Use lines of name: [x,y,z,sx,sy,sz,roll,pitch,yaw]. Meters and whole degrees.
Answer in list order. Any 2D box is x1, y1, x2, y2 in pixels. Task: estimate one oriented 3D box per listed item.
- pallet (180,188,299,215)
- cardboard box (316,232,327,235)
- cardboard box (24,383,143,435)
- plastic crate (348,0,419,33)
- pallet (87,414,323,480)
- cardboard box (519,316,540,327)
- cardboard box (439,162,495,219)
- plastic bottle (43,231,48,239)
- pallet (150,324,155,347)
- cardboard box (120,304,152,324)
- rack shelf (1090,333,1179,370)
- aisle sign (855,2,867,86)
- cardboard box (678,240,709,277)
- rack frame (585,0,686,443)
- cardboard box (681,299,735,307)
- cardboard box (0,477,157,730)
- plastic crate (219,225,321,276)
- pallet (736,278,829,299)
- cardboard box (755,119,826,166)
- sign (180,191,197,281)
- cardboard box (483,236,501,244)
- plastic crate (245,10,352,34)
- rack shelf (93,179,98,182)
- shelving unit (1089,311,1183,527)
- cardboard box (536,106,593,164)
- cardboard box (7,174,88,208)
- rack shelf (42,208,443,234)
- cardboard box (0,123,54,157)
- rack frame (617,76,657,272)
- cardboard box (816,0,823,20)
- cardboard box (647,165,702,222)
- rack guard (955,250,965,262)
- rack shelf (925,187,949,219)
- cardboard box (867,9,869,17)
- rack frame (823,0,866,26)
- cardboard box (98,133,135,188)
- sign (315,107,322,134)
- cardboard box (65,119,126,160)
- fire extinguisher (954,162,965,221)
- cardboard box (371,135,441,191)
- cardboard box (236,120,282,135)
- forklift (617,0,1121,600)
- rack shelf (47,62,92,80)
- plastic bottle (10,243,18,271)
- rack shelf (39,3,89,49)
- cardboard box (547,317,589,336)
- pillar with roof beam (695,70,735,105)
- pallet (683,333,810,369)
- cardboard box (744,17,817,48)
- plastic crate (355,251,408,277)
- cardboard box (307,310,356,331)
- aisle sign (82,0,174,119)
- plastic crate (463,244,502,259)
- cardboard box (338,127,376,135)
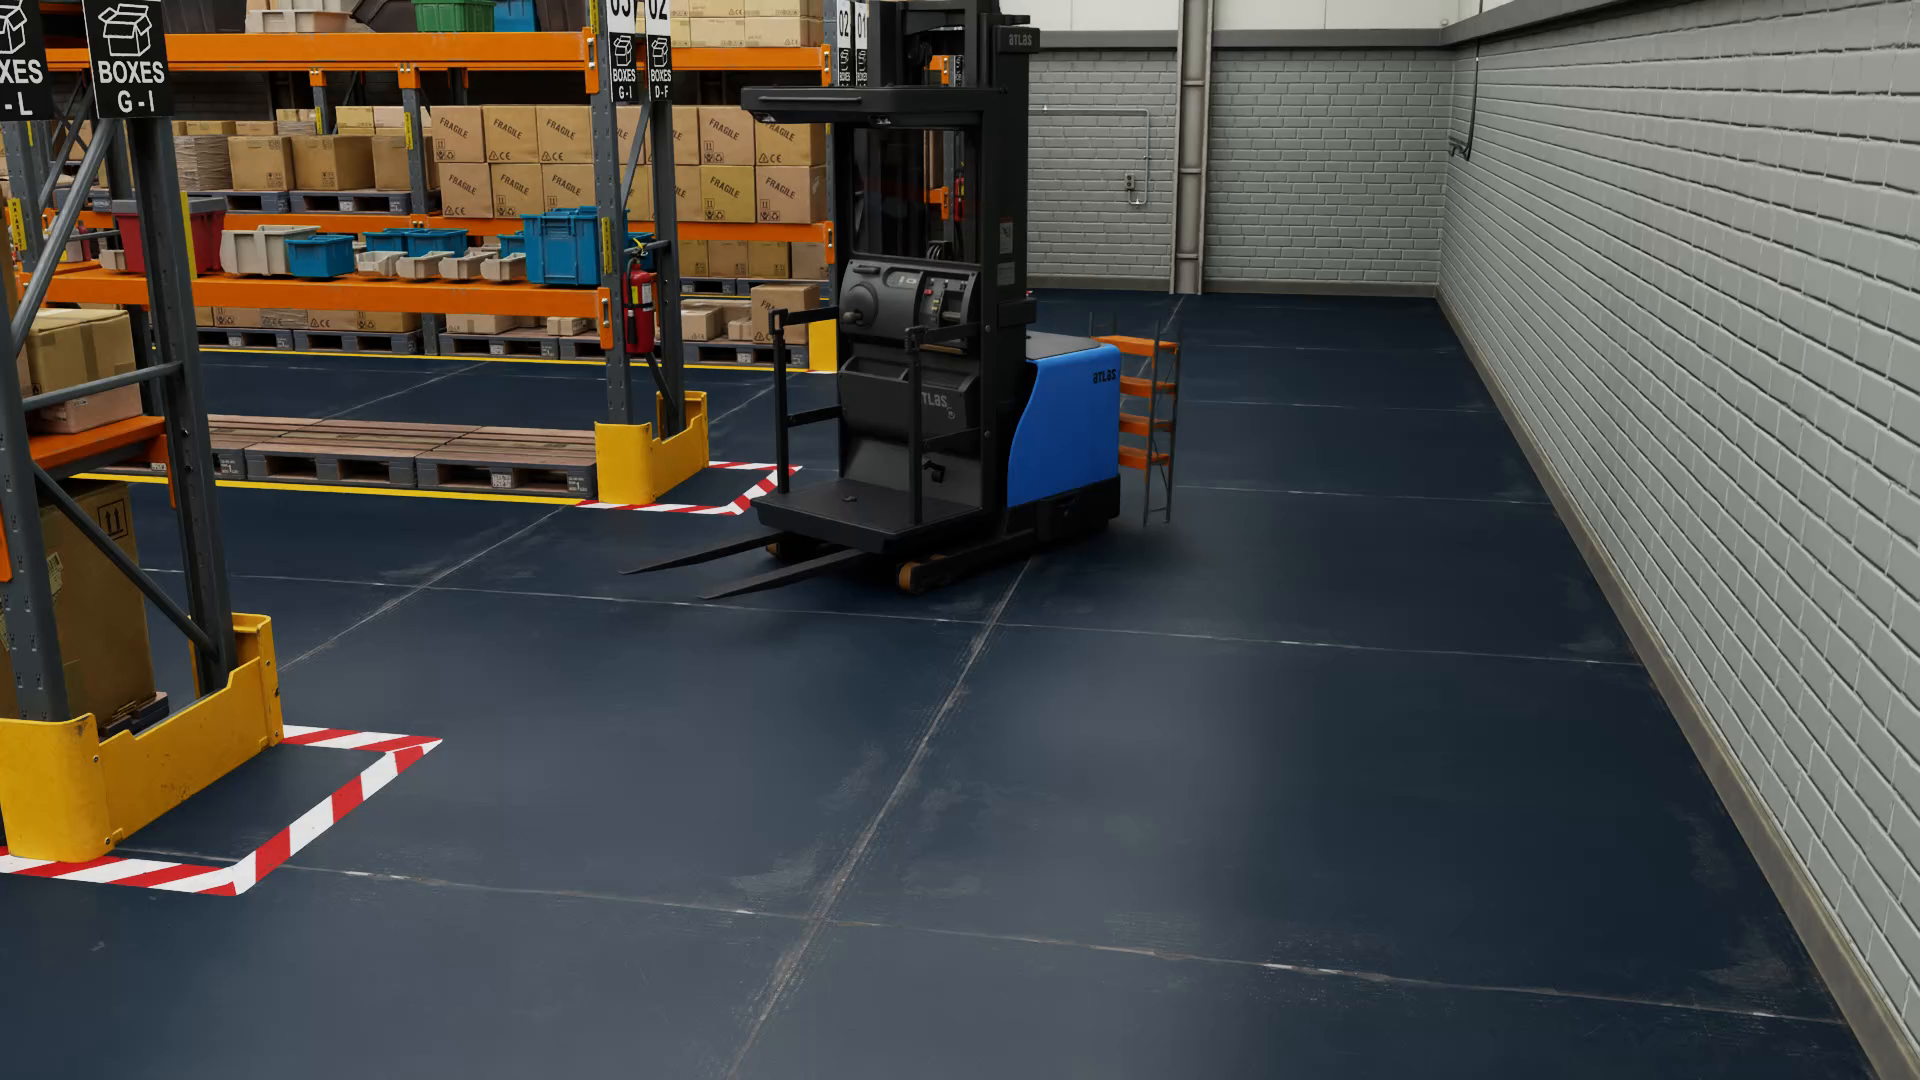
pallet: [-6.946,-3.344,16.303,1.213,0.211,1.003,3,16,11]
cardboard box: [-8.586,-3.867,21.690,0.500,0.500,0.700,3,16,12]
cardboard box: [-3.273,-0.506,6.169,0.250,0.149,0.380,3,16,12]
plastic crate: [-3.447,-3.386,10.594,0.767,0.338,0.504,3,16,11]
pallet: [-5.196,-0.657,11.469,1.213,0.211,1.003,3,16,11]
cardboard box: [-4.318,-2.377,16.312,0.500,0.500,0.500,3,16,11]
cardboard box: [-4.488,-3.275,15.510,0.500,0.500,0.500,4,16,13]
plastic bottle: [-6.446,-2.074,11.732,0.097,0.201,0.097,0,15,0]
pallet: [-8.129,-2.145,16.840,1.213,0.211,1.003,3,16,11]
cardboard box: [-7.950,-2.420,16.469,0.500,0.500,0.500,3,16,9]
rack shelf: [1.020,-1.106,9.740,0.480,0.148,0.258,15,18,42]
aisle sign: [-0.888,-4.439,15.028,0.004,0.787,0.394,3,16,11]
cardboard box: [-3.237,-3.553,20.595,0.500,0.500,0.700,3,16,12]
rack frame: [-2.004,-1.817,10.433,0.127,3.000,1.000,3,16,11]
cardboard box: [-2.470,-2.156,15.983,0.500,0.250,0.500,3,16,11]
cardboard box: [-3.634,0.287,6.031,0.875,0.875,0.875,3,16,11]
plastic crate: [-4.464,-1.872,10.742,0.530,0.282,0.437,3,16,11]
pallet: [-2.021,-3.153,20.478,1.213,0.211,1.003,3,16,11]
cardboard box: [-1.505,-3.595,14.790,0.500,0.500,0.500,3,16,11]
sign: [-2.875,-1.122,6.153,0.005,0.325,0.100,3,16,11]
cardboard box: [-5.484,-3.835,20.959,0.750,0.750,0.750,4,16,13]
plastic crate: [-4.079,-3.181,10.231,0.530,0.136,0.437,3,16,11]
rack shelf: [-9.830,-4.594,21.806,4.000,0.370,1.077,3,16,11]
shelving unit: [1.005,-0.723,9.831,0.503,1.200,0.258,15,18,42]
cardboard box: [-3.518,-3.702,15.178,0.500,0.500,0.500,3,16,9]
cardboard box: [-9.201,-3.526,16.770,0.500,0.311,0.500,4,16,15]
rack shelf: [-6.893,-3.085,16.359,4.000,0.370,1.077,3,16,11]
cardboard box: [-12.314,-5.290,21.810,0.500,0.500,0.500,3,16,11]
rack frame: [-3.950,-4.622,20.558,0.127,3.000,1.000,3,16,11]
cardboard box: [-1.465,-4.822,15.008,0.500,0.250,0.500,3,16,11]
cardboard box: [-2.504,-3.168,15.124,0.500,0.500,0.500,3,16,12]
rack guard: [-0.007,-3.203,20.119,0.348,0.500,1.175,3,16,11]
rack shelf: [-1.990,-4.169,20.270,4.000,0.370,1.077,3,16,11]
cardboard box: [-0.801,-6.002,19.230,0.500,0.250,0.500,4,16,13]
rack frame: [-1.014,-6.004,14.310,0.127,3.000,1.000,3,16,11]
cardboard box: [-8.214,-3.785,16.563,0.500,0.500,0.700,-2,16,-8]
sign: [-7.969,-5.212,20.668,0.005,0.325,0.100,3,16,11]
cardboard box: [-11.297,-5.271,21.892,0.500,0.500,0.700,3,16,11]
fire extinguisher: [0.026,-4.063,19.385,0.183,0.674,0.296,3,16,11]
cardboard box: [-5.353,-3.660,16.112,0.500,0.500,0.700,-2,16,-8]
cardboard box: [-8.885,-5.140,21.416,0.500,0.500,0.700,2,16,6]
forklift: [-0.418,-1.287,8.648,1.130,2.935,3.031,13,20,40]
rack shelf: [-7.884,-3.235,11.281,4.000,0.370,1.077,3,16,11]
plastic bottle: [-6.368,-1.904,11.120,0.097,0.201,0.097,0,15,0]
rack shelf: [-4.951,-1.727,5.836,4.000,0.370,1.077,3,16,11]
cardboard box: [-3.715,-2.050,15.757,0.250,0.166,0.380,3,16,11]
pillar with roof beam: [-3.949,-6.576,16.374,0.400,9.000,9.100,3,16,11]
pallet: [-1.869,-1.815,15.650,1.213,0.211,1.003,3,16,11]
cardboard box: [-1.570,-4.444,14.580,0.500,0.250,0.500,3,16,11]
plastic crate: [-3.692,-1.754,10.585,0.250,0.136,0.298,3,16,11]
cardboard box: [-5.957,-2.313,16.081,0.500,0.500,0.500,3,16,11]
aisle sign: [-2.861,-1.849,5.678,0.004,0.787,0.394,3,16,11]
plastic crate: [-3.143,-1.893,11.089,0.298,0.136,0.250,3,16,11]
cardboard box: [-7.445,-4.943,20.935,0.500,0.500,0.500,4,16,13]
